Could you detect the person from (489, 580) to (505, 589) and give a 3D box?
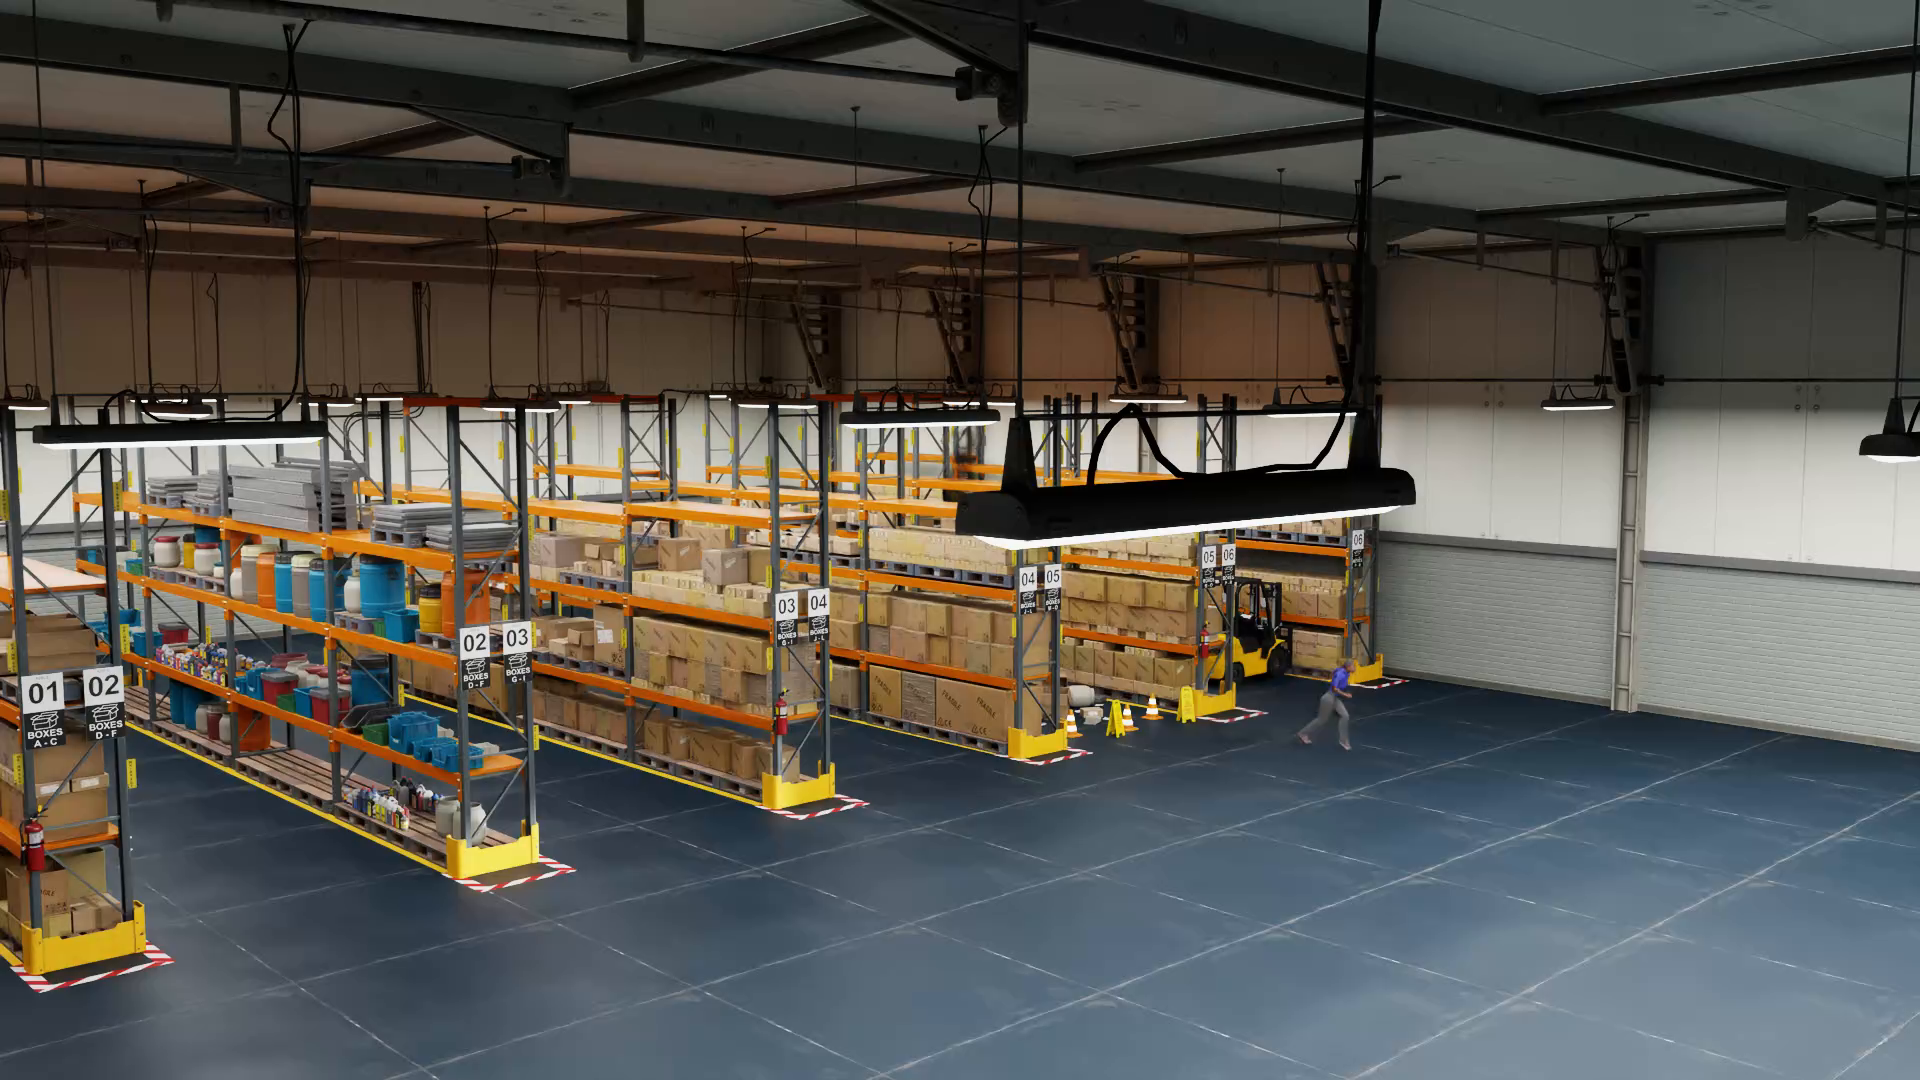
[{"bbox_3d":[-10.975,1.663,39.166,0.755,1.780,0.988,-1,6,-14],"label":"person"}]

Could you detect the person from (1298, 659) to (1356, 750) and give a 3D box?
[{"bbox_3d":[6.303,2.813,28.586,0.963,1.617,0.616,2,6,19],"label":"person"}]
